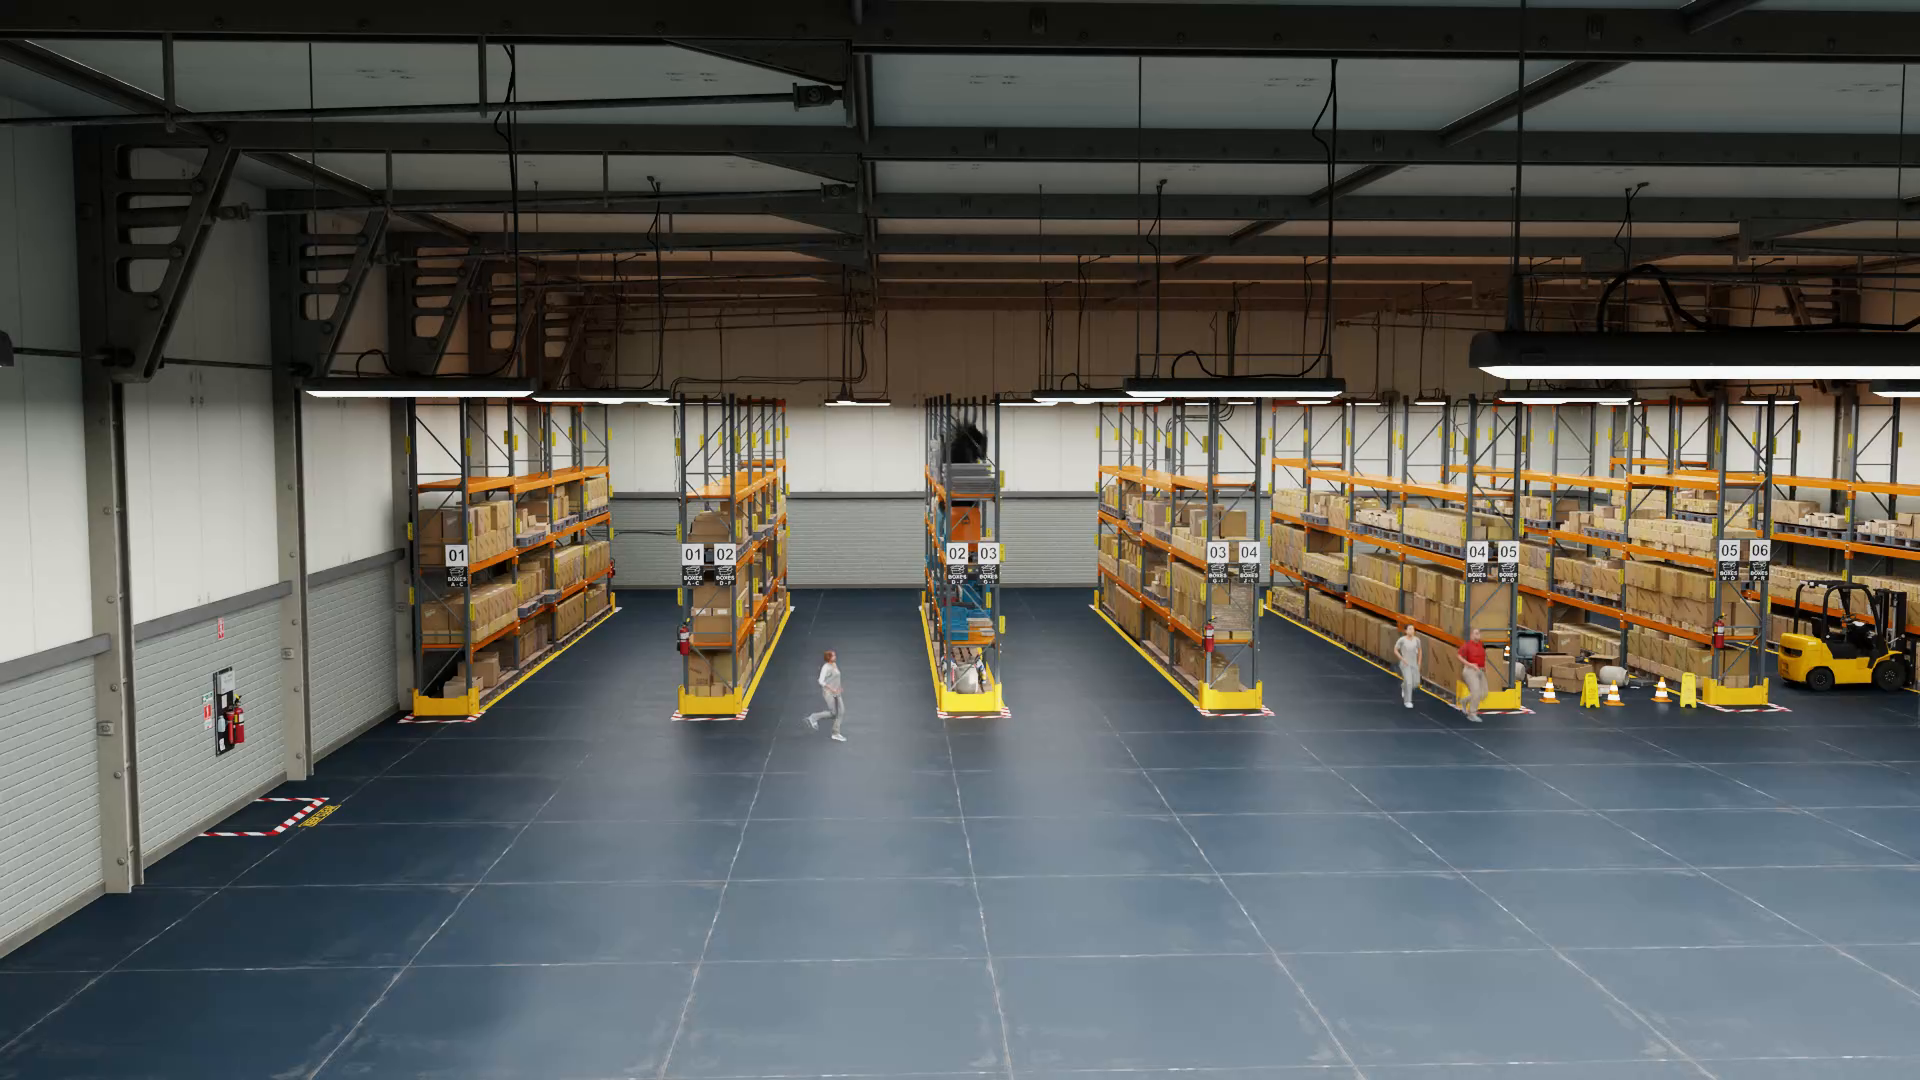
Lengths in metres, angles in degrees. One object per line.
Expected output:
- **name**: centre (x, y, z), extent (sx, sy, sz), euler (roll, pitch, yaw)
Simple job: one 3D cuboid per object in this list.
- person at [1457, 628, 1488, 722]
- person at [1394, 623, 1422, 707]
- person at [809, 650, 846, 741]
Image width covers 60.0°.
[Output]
- **person**: centre (9.446, 2.477, 30.611), extent (0.705, 1.708, 0.639), euler (-3, 5, -31)
- **person**: centre (8.613, 2.393, 32.010), extent (0.572, 1.619, 0.596), euler (-1, 5, -11)
- **person**: centre (-2.277, 2.680, 28.814), extent (0.691, 1.575, 0.546), euler (2, 5, 23)
